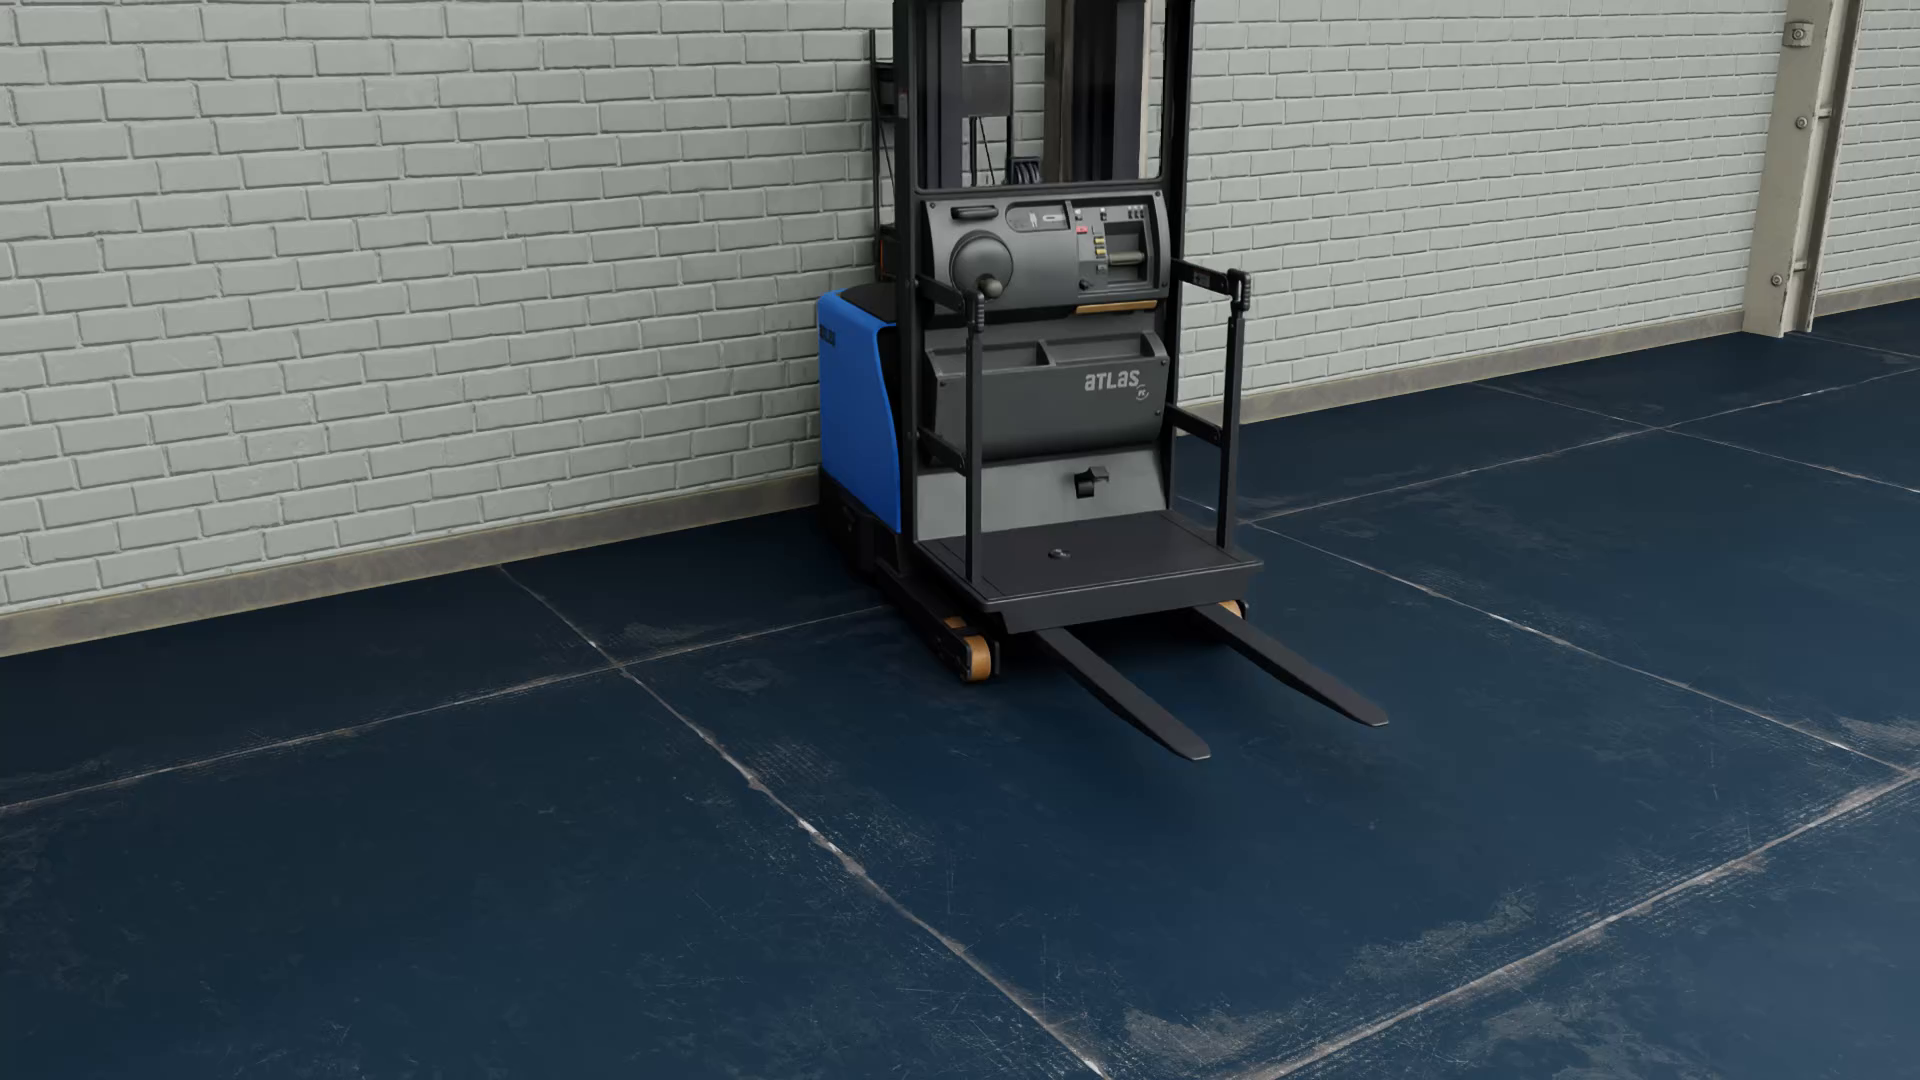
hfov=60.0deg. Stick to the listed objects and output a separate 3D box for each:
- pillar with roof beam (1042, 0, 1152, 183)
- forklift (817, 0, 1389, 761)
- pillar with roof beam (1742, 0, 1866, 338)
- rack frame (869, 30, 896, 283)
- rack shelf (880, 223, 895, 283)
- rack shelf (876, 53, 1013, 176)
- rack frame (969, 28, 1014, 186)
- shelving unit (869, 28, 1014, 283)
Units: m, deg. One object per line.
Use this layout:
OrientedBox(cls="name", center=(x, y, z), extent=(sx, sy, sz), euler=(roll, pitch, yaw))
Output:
OrientedBox(cls="pillar with roof beam", center=(3.010, -3.507, 3.569), extent=(0.400, 9.000, 9.100), euler=(-12, 22, -31))
OrientedBox(cls="forklift", center=(0.404, -1.045, 5.758), extent=(1.130, 2.935, 3.031), euler=(-7, 20, -21))
OrientedBox(cls="pillar with roof beam", center=(8.021, -4.564, 6.695), extent=(0.400, 9.000, 9.100), euler=(-12, 22, -31))
OrientedBox(cls="rack frame", center=(-0.291, -1.170, 7.390), extent=(0.015, 2.100, 0.400), euler=(-9, 19, -25))
OrientedBox(cls="rack shelf", center=(-0.072, -1.191, 7.497), extent=(0.480, 0.518, 0.431), euler=(-9, 19, -25))
OrientedBox(cls="rack shelf", center=(-0.079, -1.859, 7.287), extent=(0.480, 0.518, 0.431), euler=(-9, 19, -25))
OrientedBox(cls="rack frame", center=(0.146, -1.239, 7.595), extent=(0.015, 2.100, 0.400), euler=(-9, 19, -25))
OrientedBox(cls="shelving unit", center=(-0.072, -1.204, 7.493), extent=(0.503, 2.100, 0.431), euler=(-9, 19, -25))
